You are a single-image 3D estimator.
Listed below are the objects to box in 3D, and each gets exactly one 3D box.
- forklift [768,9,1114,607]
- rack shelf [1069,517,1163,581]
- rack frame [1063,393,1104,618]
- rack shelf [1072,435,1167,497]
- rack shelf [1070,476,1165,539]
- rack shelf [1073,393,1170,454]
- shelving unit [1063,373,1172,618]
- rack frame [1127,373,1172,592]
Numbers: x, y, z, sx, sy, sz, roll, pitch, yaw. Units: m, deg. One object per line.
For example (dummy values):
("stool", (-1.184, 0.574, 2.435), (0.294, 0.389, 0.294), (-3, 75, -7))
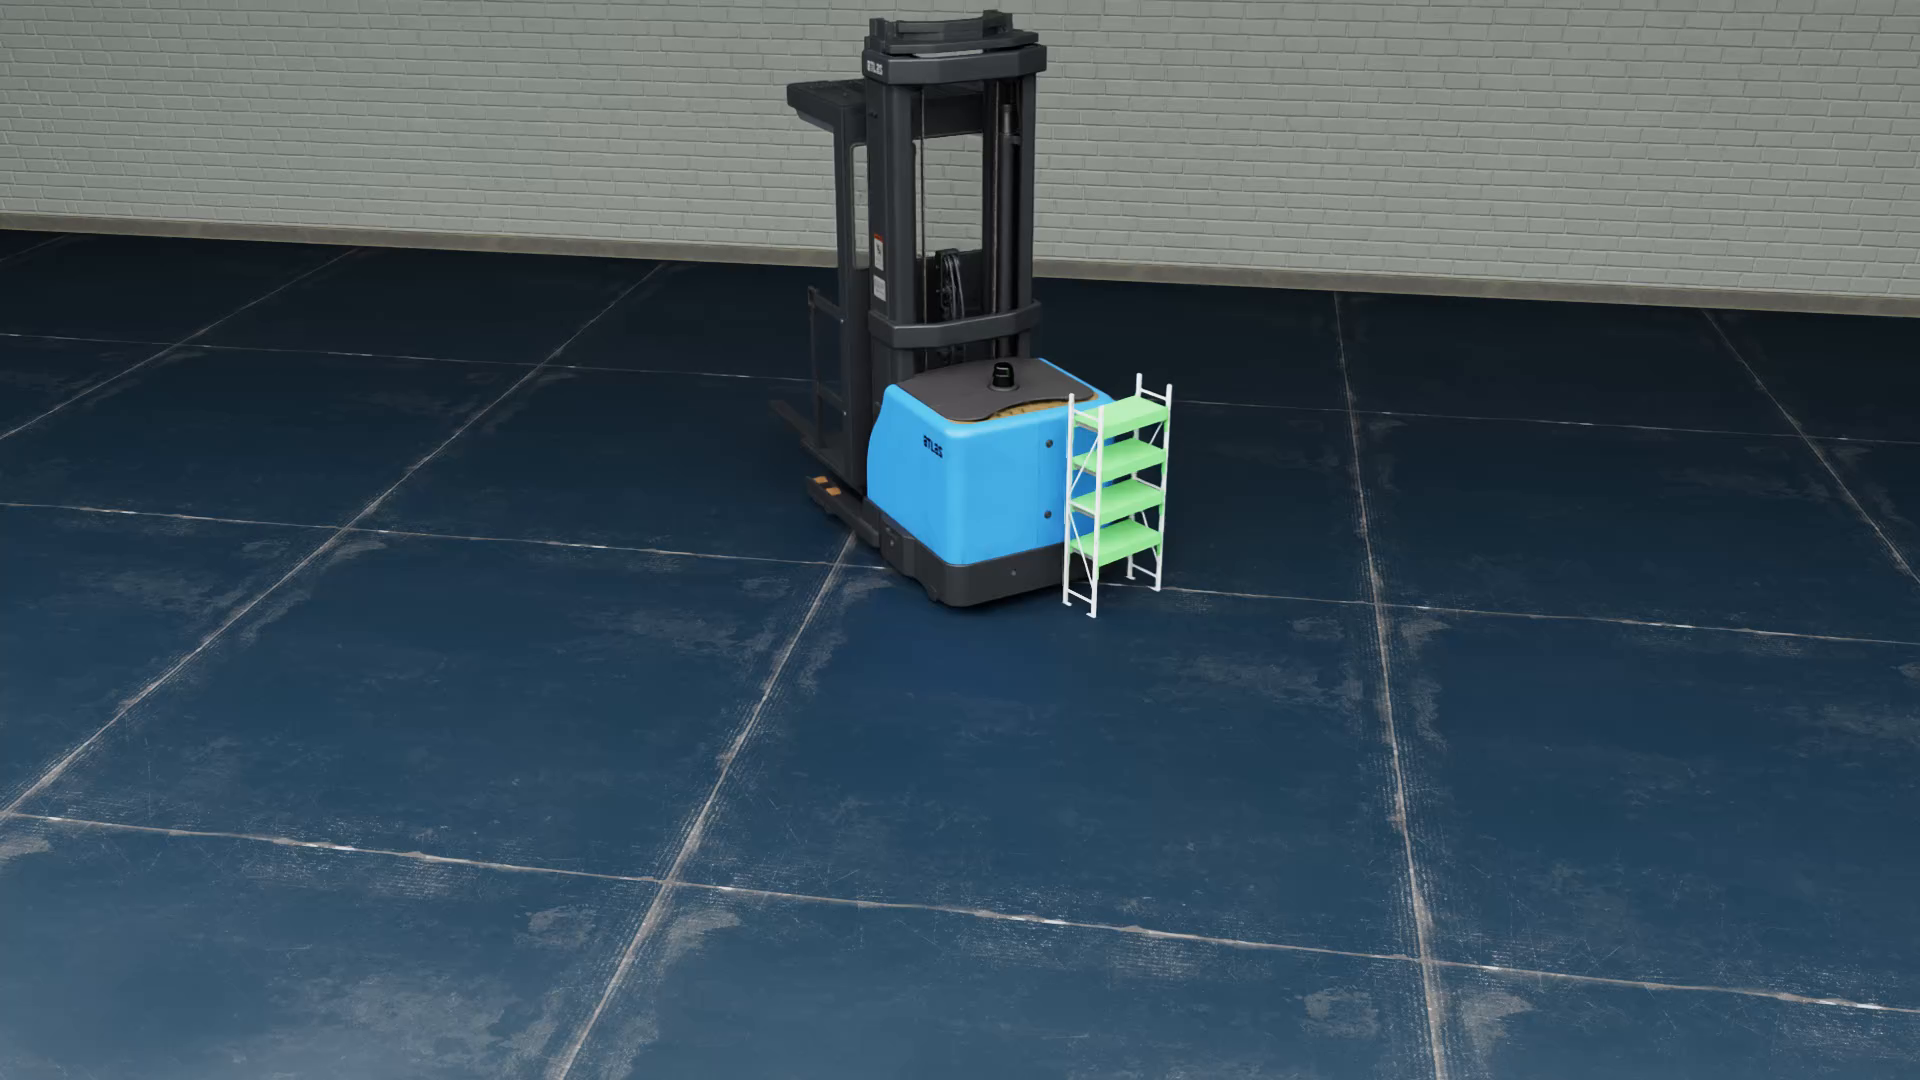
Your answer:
("forklift", (-0.292, -1.562, 9.630), (1.130, 2.935, 3.031), (-13, 28, -25))
("rack shelf", (0.831, 0.042, 8.961), (0.480, 0.148, 0.258), (-19, 31, -35))
("rack frame", (0.642, -0.167, 8.691), (0.015, 1.200, 0.240), (-19, 31, -35))
("rack shelf", (0.831, -0.392, 8.757), (0.480, 0.148, 0.258), (-19, 31, -35))
("rack shelf", (0.831, -0.175, 8.859), (0.480, 0.148, 0.258), (-19, 31, -35))
("rack shelf", (0.831, -0.610, 8.656), (0.480, 0.148, 0.258), (-19, 31, -35))
("shelving unit", (0.831, -0.233, 8.832), (0.503, 1.200, 0.258), (-19, 31, -35))
("rack frame", (1.019, -0.299, 8.973), (0.015, 1.200, 0.240), (-19, 31, -35))
